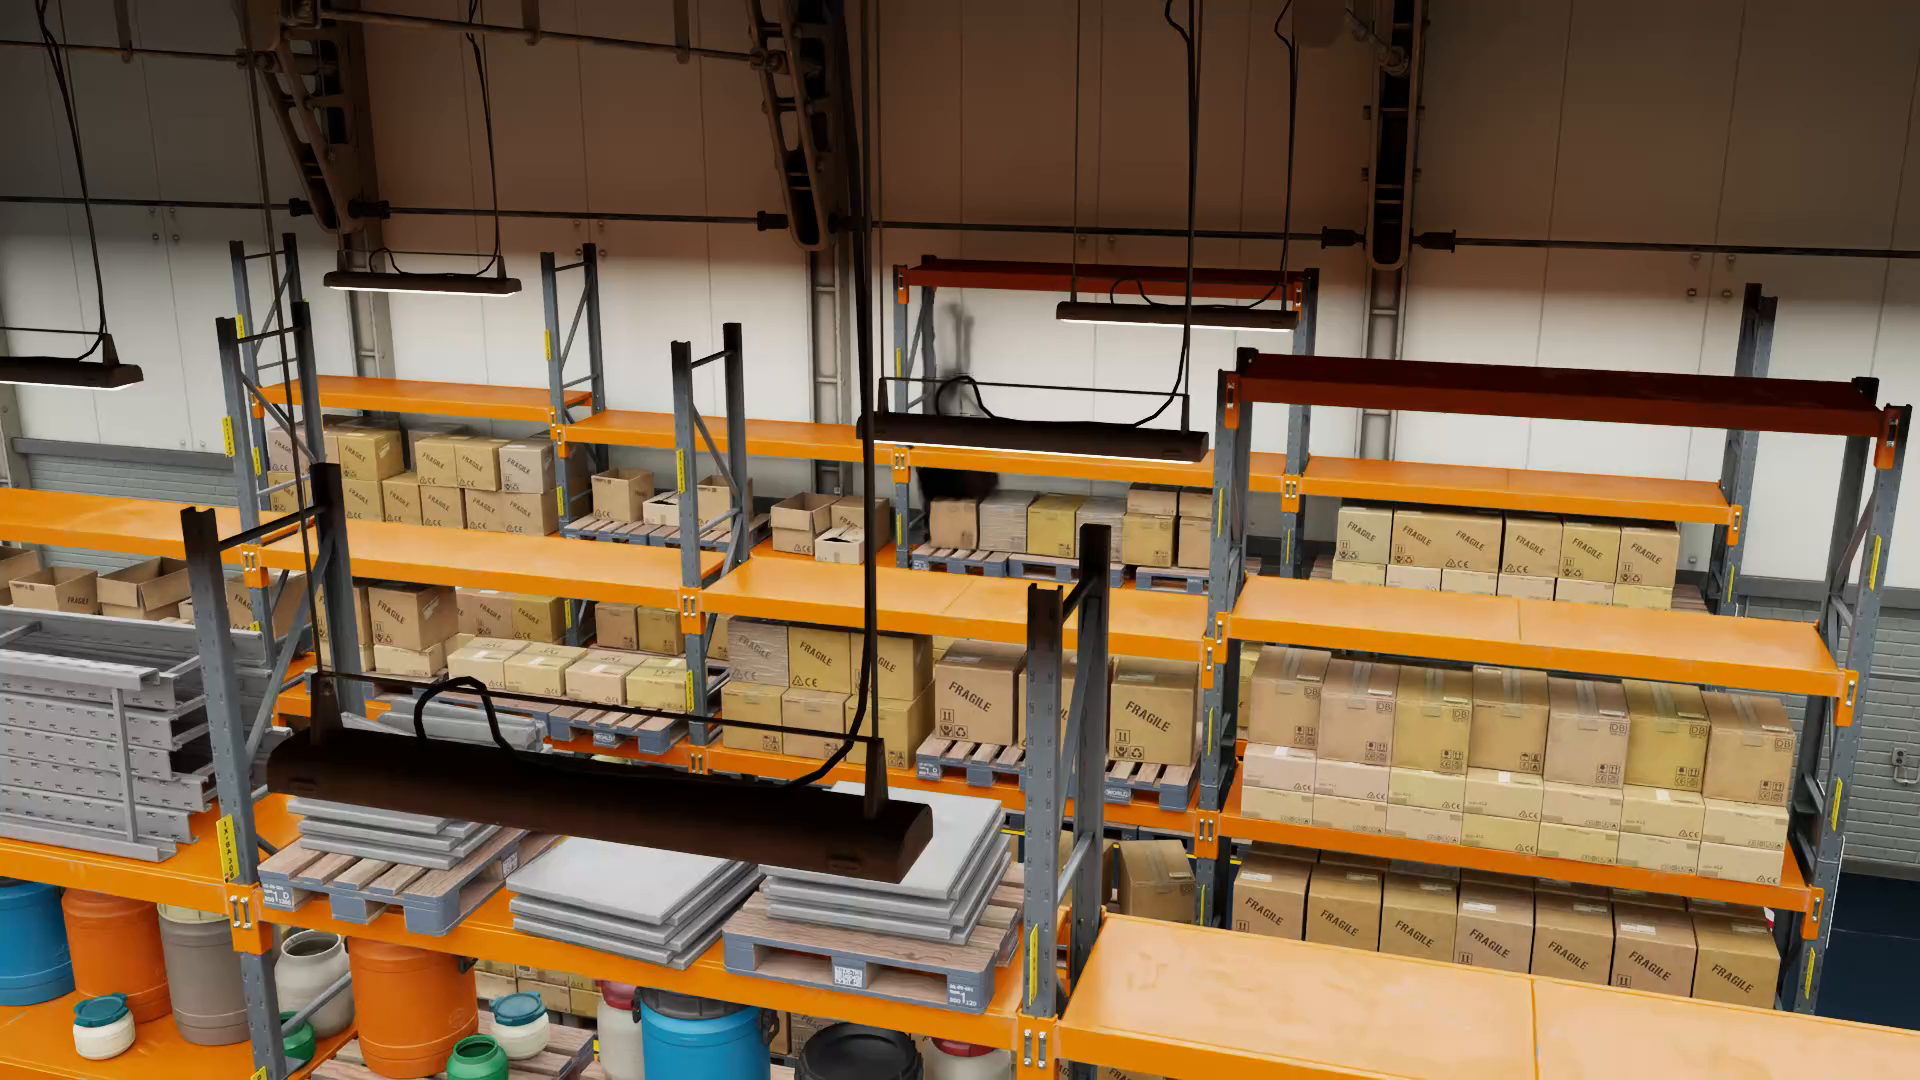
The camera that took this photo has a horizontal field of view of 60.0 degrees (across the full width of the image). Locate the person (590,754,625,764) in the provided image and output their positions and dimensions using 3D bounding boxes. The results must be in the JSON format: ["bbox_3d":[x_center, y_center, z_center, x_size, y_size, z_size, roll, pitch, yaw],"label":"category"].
[{"bbox_3d":[-3.469,2.676,16.626,0.754,1.643,0.599,6,17,19],"label":"person"}]
